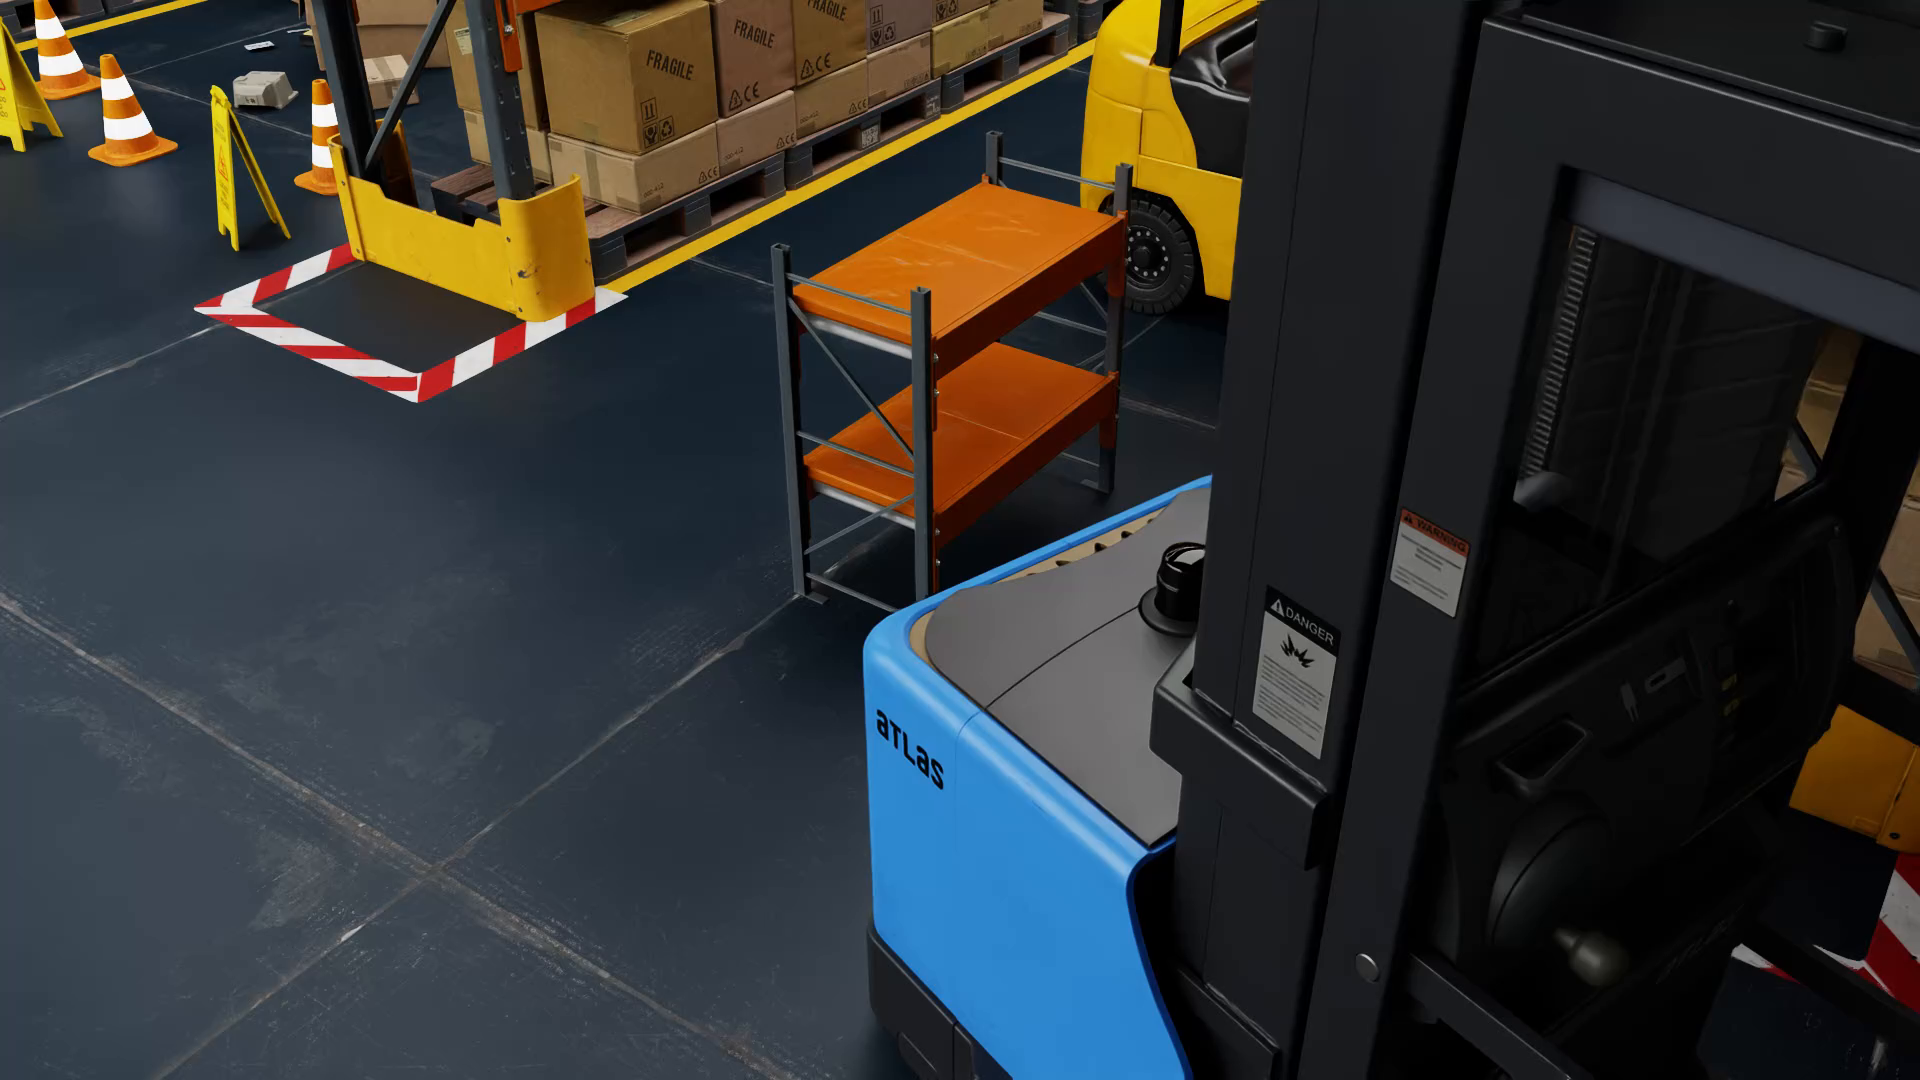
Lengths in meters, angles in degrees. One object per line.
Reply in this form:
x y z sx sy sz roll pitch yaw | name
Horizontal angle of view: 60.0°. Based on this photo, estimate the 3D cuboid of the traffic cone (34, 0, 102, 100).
-4.722 -2.585 8.660 0.336 0.463 0.334 21 39 28 | traffic cone

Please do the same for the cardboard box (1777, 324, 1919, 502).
2.443 -0.337 4.257 0.500 0.250 0.500 21 39 28 | cardboard box

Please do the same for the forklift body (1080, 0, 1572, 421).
1.596 -1.831 6.037 2.313 2.155 1.214 21 39 28 | forklift body

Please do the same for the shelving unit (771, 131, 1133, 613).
0.004 -0.469 4.939 0.538 1.125 1.048 21 39 28 | shelving unit

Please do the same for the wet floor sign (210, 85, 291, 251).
-3.054 -1.590 7.025 0.232 0.644 0.267 -22 40 -29 | wet floor sign

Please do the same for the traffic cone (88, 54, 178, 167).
-3.987 -2.068 7.895 0.336 0.463 0.334 21 39 28 | traffic cone

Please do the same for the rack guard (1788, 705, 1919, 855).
1.999 0.320 4.331 1.175 0.500 0.348 21 39 28 | rack guard

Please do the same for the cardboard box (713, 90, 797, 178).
-1.082 -1.861 7.404 0.500 0.250 0.500 23 40 30 | cardboard box

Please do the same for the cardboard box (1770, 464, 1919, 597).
2.452 -0.119 4.382 0.500 0.250 0.500 22 40 29 | cardboard box

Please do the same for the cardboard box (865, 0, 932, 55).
-0.481 -2.669 7.930 0.500 0.500 0.500 24 41 31 | cardboard box

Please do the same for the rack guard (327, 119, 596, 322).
-2.023 -1.310 6.741 1.175 0.500 0.348 21 39 28 | rack guard

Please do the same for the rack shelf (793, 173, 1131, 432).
0.004 -0.712 4.776 0.538 0.278 1.000 21 39 28 | rack shelf

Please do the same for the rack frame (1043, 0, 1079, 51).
0.214 -4.152 8.711 1.000 3.000 0.127 21 39 28 | rack frame

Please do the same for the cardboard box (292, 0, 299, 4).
-3.952 -3.609 10.139 0.500 0.500 0.500 29 44 36 | cardboard box

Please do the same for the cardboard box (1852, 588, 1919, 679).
2.454 0.075 4.542 0.500 0.250 0.500 21 40 28 | cardboard box

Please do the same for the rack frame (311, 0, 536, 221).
-2.067 -2.311 5.989 1.000 3.000 0.127 21 39 28 | rack frame

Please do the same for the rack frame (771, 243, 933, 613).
-0.286 -0.235 4.594 0.500 1.125 0.032 21 39 28 | rack frame

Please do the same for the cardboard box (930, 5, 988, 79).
-0.198 -2.580 8.468 0.500 0.250 0.500 20 39 27 | cardboard box

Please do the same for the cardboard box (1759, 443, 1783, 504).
2.034 -0.293 4.639 0.500 0.250 0.500 21 39 28 | cardboard box

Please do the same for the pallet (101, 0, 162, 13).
-5.103 -3.642 10.447 1.003 0.211 1.213 21 39 28 | pallet

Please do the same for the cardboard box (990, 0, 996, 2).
0.097 -3.139 8.624 0.500 0.500 0.500 21 39 28 | cardboard box

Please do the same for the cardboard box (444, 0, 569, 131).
-1.824 -2.108 7.100 0.500 0.500 0.500 22 40 28 | cardboard box

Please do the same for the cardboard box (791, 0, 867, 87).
-0.779 -2.421 7.562 0.500 0.500 0.500 22 40 29 | cardboard box

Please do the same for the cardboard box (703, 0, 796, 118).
-1.072 -2.192 7.224 0.500 0.500 0.500 20 39 27 | cardboard box

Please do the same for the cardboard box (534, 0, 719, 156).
-1.367 -1.950 6.867 0.500 0.500 0.500 20 39 27 | cardboard box

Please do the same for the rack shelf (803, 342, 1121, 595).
0.004 -0.267 5.076 0.538 0.278 1.000 21 39 28 | rack shelf

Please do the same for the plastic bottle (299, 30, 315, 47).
-3.616 -2.878 9.451 0.133 0.061 0.283 8 35 12 | plastic bottle

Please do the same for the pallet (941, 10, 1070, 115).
-0.140 -2.676 9.019 1.003 0.211 1.213 21 39 28 | pallet

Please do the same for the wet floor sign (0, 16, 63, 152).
-4.581 -2.224 7.963 0.267 0.644 0.232 14 37 20 | wet floor sign

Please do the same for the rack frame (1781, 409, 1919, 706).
2.013 -0.727 3.647 1.000 3.000 0.127 21 39 28 | rack frame

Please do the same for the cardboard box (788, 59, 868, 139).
-0.782 -2.116 7.781 0.500 0.250 0.500 24 41 31 | cardboard box

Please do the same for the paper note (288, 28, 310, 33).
-3.810 -2.937 9.584 0.123 0.001 0.032 -15 37 -21 | paper note

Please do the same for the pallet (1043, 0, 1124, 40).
0.657 -3.355 10.023 1.003 0.211 1.213 21 39 28 | pallet

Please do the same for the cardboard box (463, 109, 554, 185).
-1.813 -1.815 7.335 0.500 0.250 0.500 21 39 28 | cardboard box

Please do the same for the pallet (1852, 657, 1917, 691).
2.415 0.063 4.969 1.003 0.211 1.213 21 39 28 | pallet

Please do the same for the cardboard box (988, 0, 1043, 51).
0.098 -2.829 8.835 0.500 0.250 0.500 23 40 30 | cardboard box

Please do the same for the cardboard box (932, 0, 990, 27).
-0.191 -2.904 8.277 0.500 0.500 0.500 22 40 29 | cardboard box

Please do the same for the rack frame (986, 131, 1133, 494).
0.294 -0.703 5.285 0.500 1.125 0.032 21 39 28 | rack frame

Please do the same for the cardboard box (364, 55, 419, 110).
-2.979 -2.378 8.633 0.250 0.149 0.380 -15 37 -21 | cardboard box

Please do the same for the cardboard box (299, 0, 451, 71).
-3.145 -2.894 9.080 0.797 0.503 0.637 -3 34 -4 | cardboard box

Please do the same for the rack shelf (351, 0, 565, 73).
-0.926 -2.933 7.552 1.077 0.370 4.000 21 39 28 | rack shelf

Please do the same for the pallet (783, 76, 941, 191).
-0.835 -2.112 8.185 1.003 0.211 1.213 21 39 28 | pallet

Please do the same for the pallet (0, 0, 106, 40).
-5.799 -3.083 9.621 1.003 0.211 1.213 21 39 28 | pallet

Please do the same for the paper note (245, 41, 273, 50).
-3.926 -2.775 9.327 0.142 0.017 0.144 -22 40 -29 | paper note

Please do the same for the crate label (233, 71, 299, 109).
-3.590 -2.314 8.550 0.250 0.136 0.298 3 34 4 | crate label

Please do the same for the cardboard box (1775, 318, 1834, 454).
2.019 -0.488 4.480 0.500 0.250 0.500 23 40 30 | cardboard box

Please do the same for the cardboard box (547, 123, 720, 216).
-1.380 -1.629 7.060 0.500 0.250 0.500 21 39 28 | cardboard box

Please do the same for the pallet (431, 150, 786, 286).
-1.531 -1.553 7.358 1.003 0.211 1.213 21 39 28 | pallet

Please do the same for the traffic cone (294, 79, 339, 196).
-2.881 -1.870 7.602 0.336 0.463 0.334 21 39 28 | traffic cone

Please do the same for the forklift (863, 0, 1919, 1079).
1.091 0.331 2.145 1.130 2.935 3.031 -23 40 -30 | forklift

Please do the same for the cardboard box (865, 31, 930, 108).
-0.491 -2.348 8.124 0.500 0.250 0.500 22 40 29 | cardboard box
